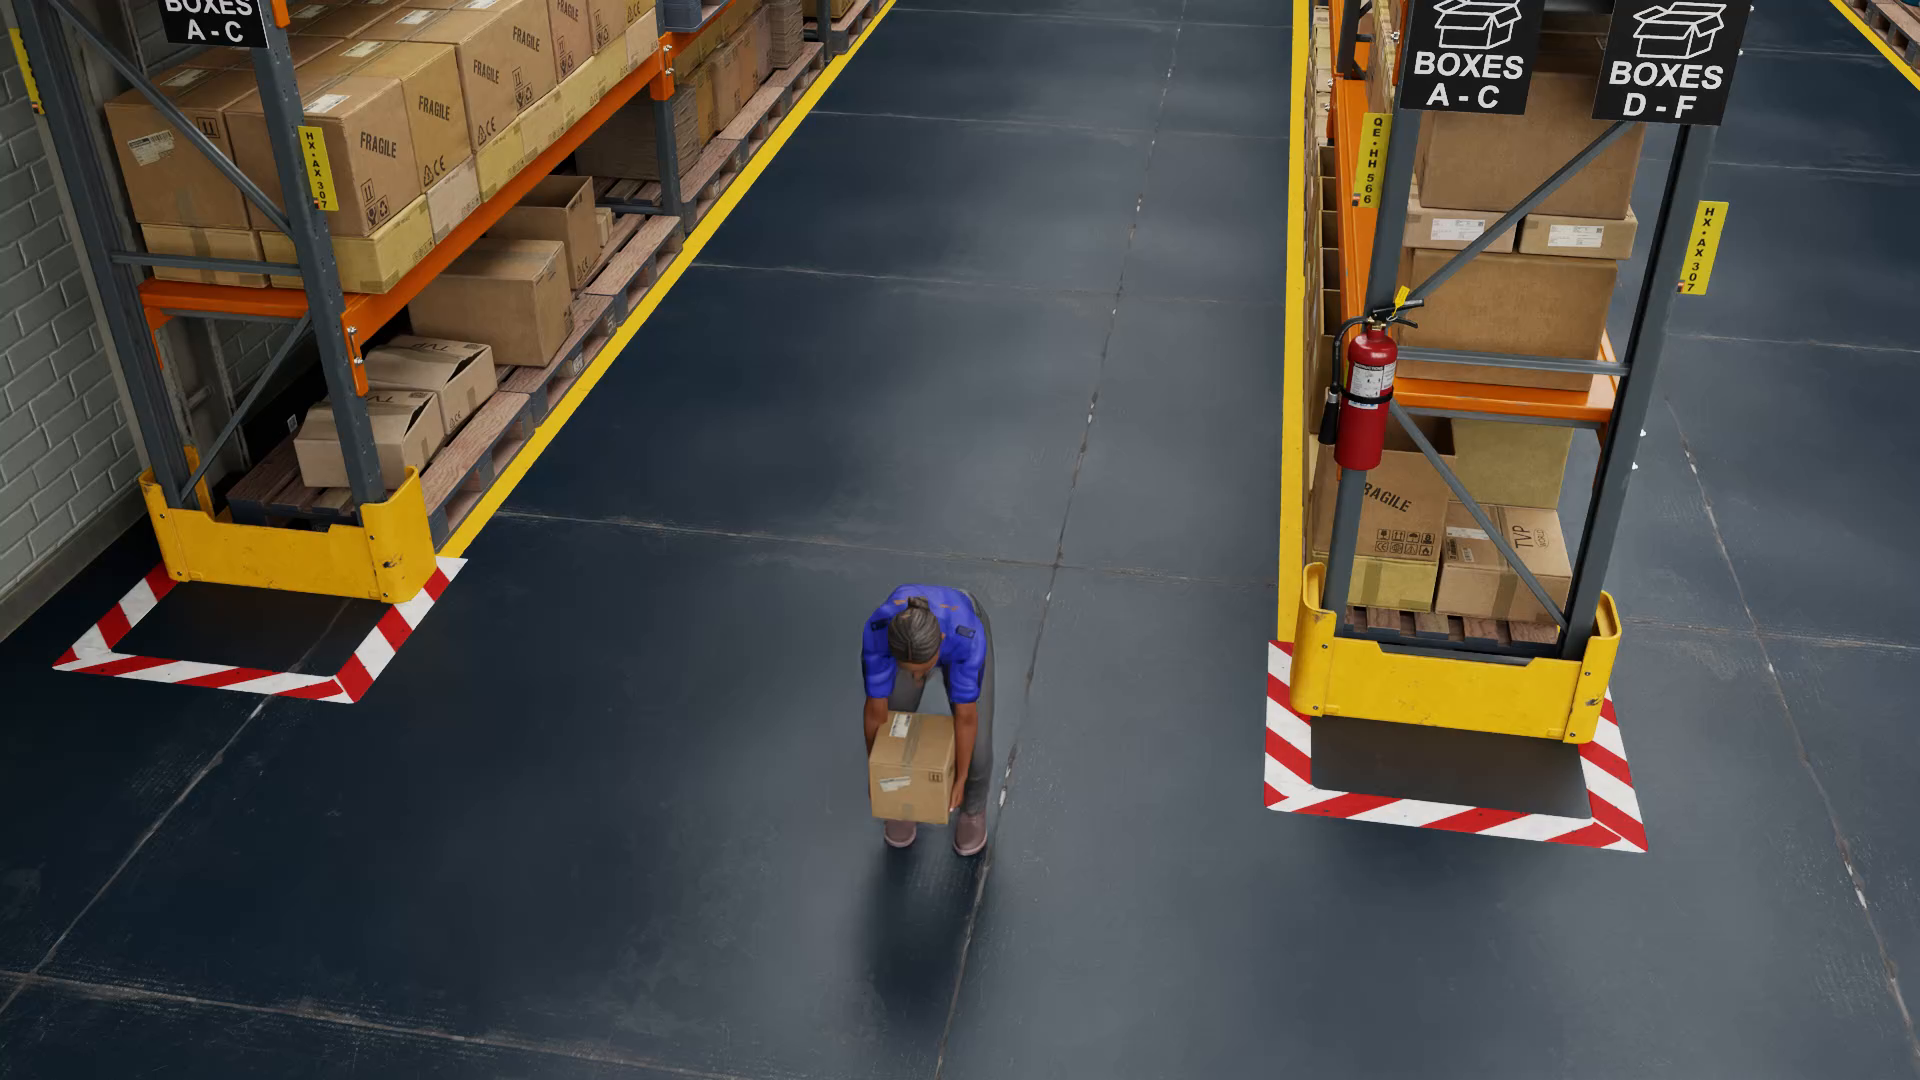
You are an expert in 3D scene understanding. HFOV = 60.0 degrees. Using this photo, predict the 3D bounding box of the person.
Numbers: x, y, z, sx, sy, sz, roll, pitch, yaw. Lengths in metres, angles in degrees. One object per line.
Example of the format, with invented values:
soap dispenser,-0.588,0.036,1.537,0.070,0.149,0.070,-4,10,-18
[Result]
person,-0.109,0.598,5.565,0.420,1.280,0.803,4,33,7
